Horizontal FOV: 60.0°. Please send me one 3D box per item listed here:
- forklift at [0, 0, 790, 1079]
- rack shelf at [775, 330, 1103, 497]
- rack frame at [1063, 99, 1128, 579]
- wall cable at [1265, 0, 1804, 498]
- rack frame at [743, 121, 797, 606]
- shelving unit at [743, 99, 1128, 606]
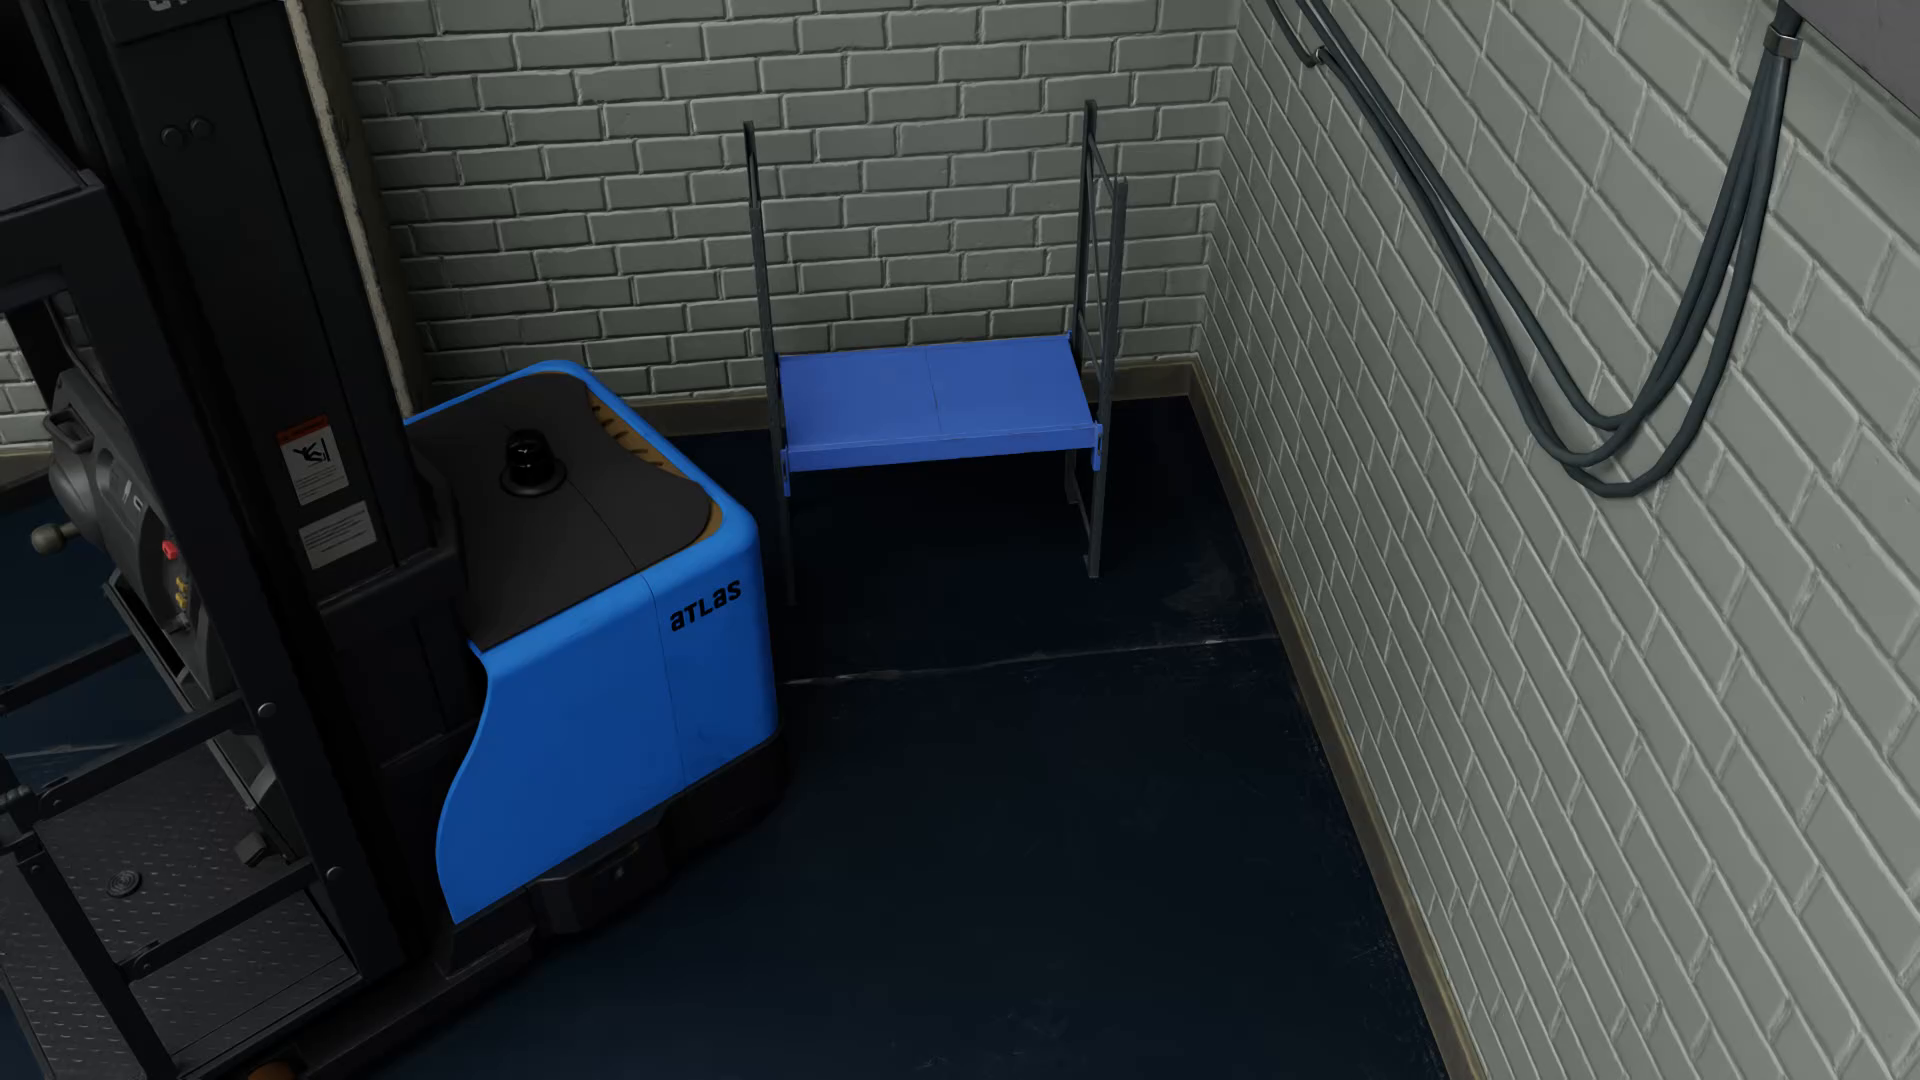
[{"bbox_3d":[-1.951,0.051,3.505,3.031,2.935,1.130,-29,50,-29],"label":"forklift"},{"bbox_3d":[-0.085,-0.416,5.360,1.000,0.185,0.538,-5,42,-6],"label":"rack shelf"},{"bbox_3d":[0.419,-0.594,5.288,0.032,1.500,0.500,-5,42,-6],"label":"rack frame"},{"bbox_3d":[1.030,-1.852,3.403,0.112,2.526,3.097,-5,42,-6],"label":"wall cable"},{"bbox_3d":[-0.589,-0.505,5.190,0.032,1.500,0.500,-5,42,-6],"label":"rack frame"},{"bbox_3d":[-0.085,-0.550,5.239,1.048,1.500,0.538,-5,42,-6],"label":"shelving unit"}]
